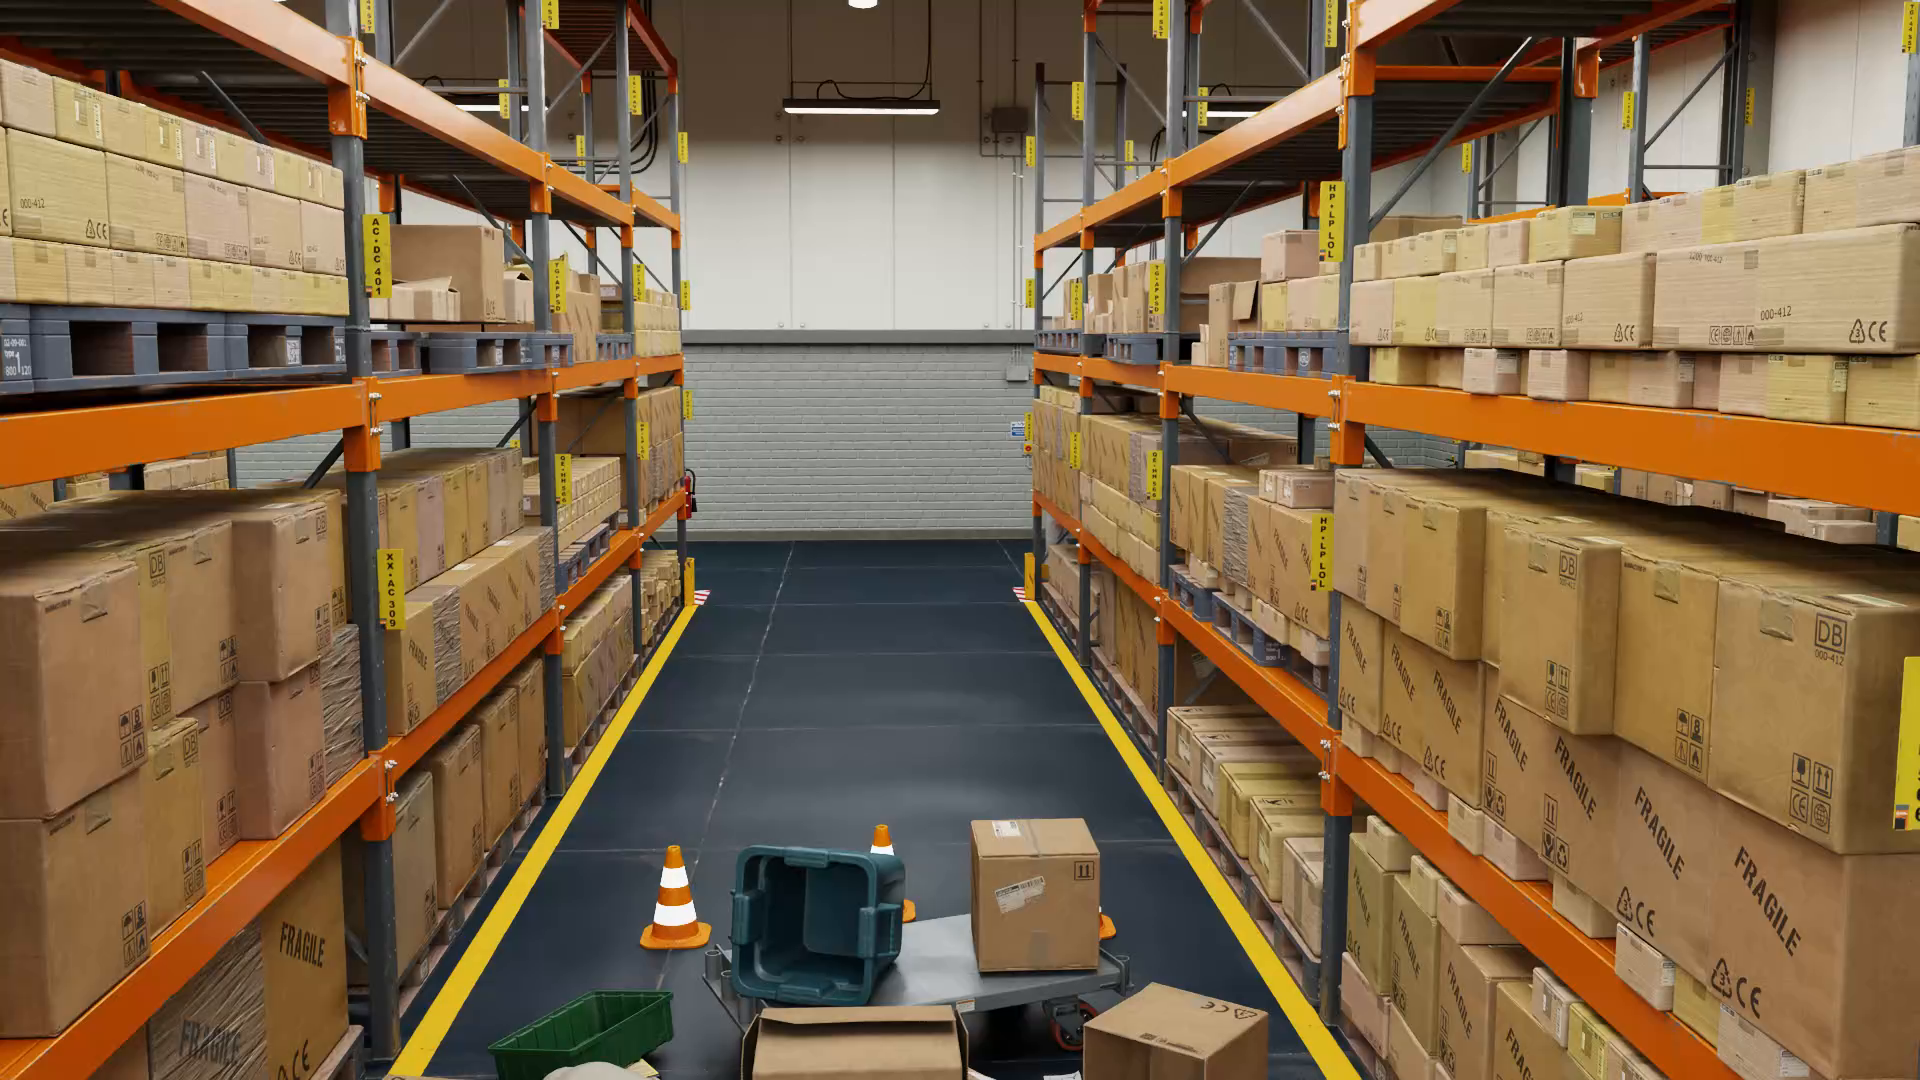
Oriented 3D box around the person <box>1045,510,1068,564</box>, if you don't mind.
[{"bbox_3d":[1.159,-0.313,20.207,0.413,1.691,0.490,2,7,19],"label":"person"}]
